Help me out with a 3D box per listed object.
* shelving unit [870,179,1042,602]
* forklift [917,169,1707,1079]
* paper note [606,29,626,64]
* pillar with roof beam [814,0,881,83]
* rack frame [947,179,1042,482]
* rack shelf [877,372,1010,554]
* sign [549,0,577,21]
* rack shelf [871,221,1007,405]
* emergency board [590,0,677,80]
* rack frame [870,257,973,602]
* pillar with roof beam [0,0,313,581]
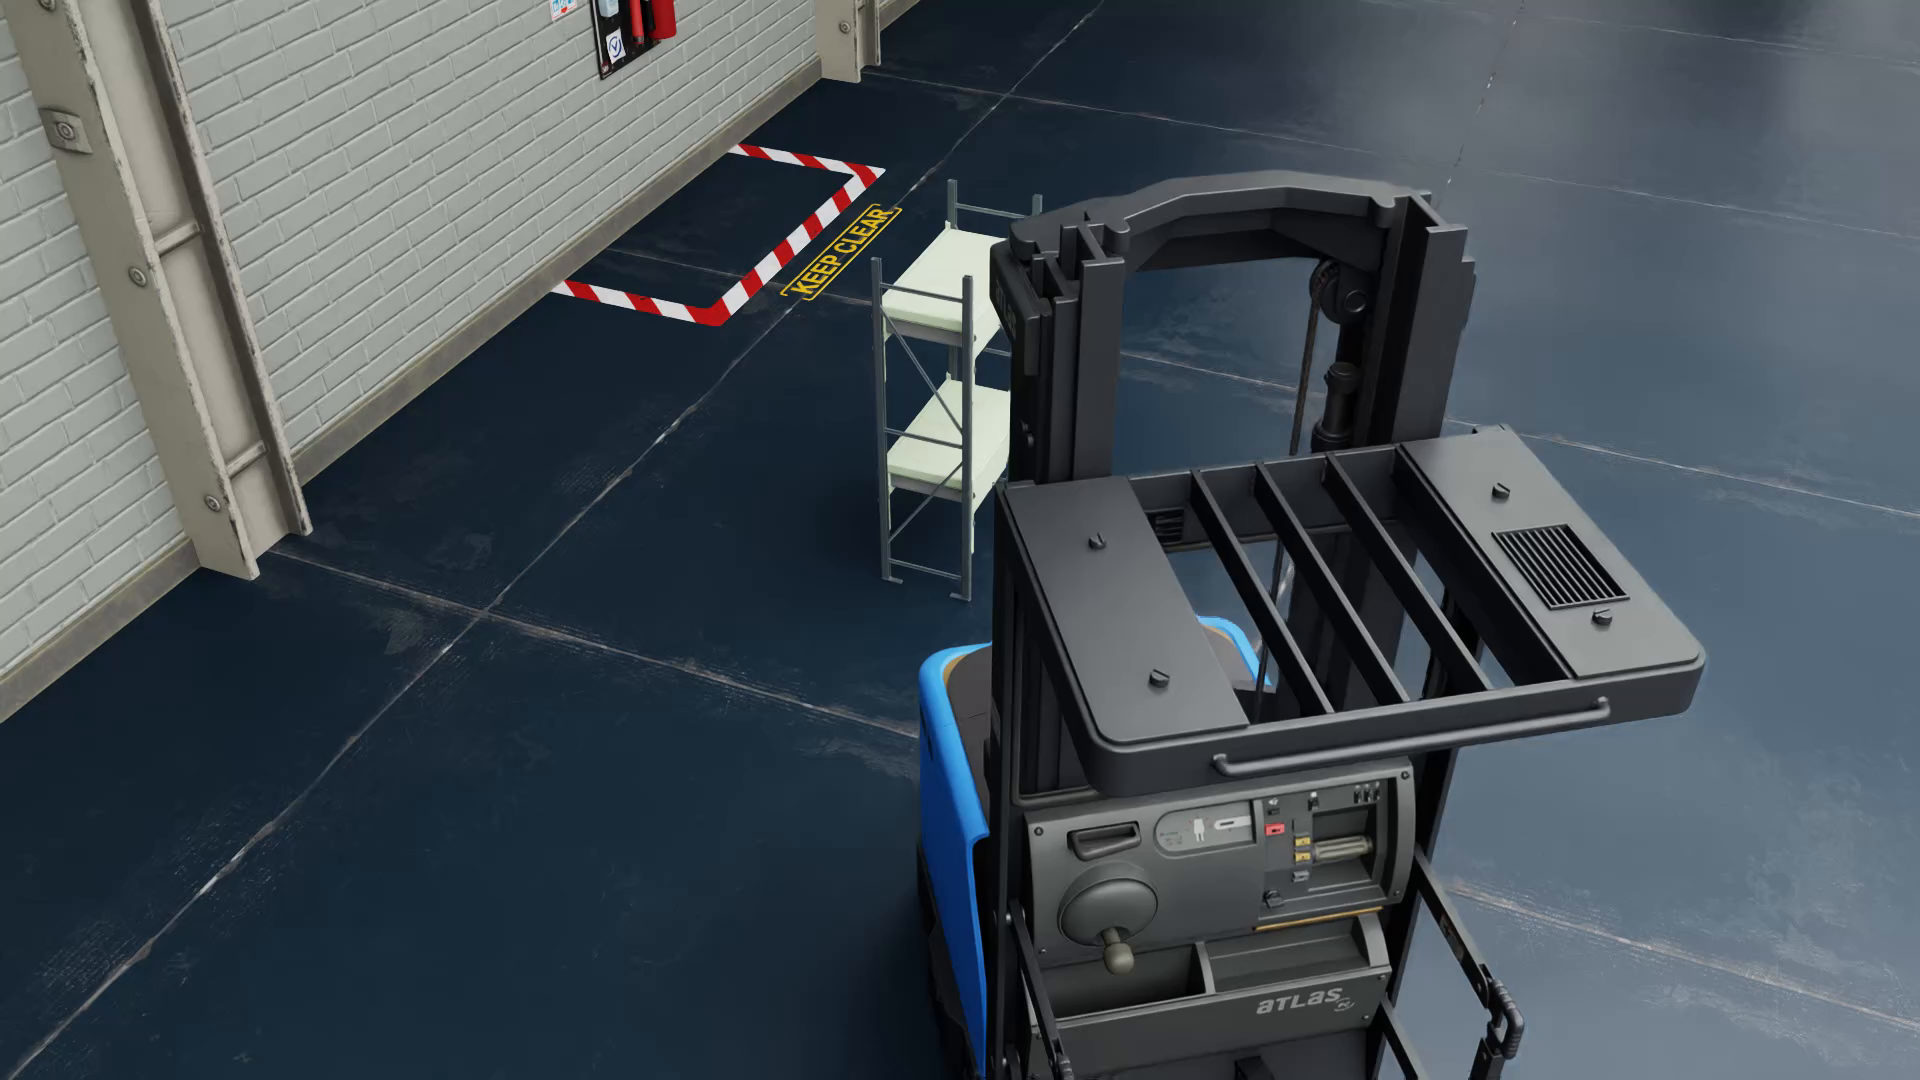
[{"bbox_3d":[-0.003,-0.597,6.796,0.431,1.500,0.755,14,39,18],"label":"shelving unit"},{"bbox_3d":[0.659,0.826,3.696,1.130,2.935,3.031,-7,37,-9],"label":"forklift"},{"bbox_3d":[-1.881,-2.701,9.094,0.016,0.148,0.142,14,39,18],"label":"paper note"},{"bbox_3d":[3.207,-5.918,7.651,9.100,9.000,0.400,14,39,18],"label":"pillar with roof beam"},{"bbox_3d":[0.137,-0.800,7.067,0.400,1.500,0.023,14,39,18],"label":"rack frame"},{"bbox_3d":[-0.003,-0.336,6.991,0.431,0.370,0.720,14,39,18],"label":"rack shelf"},{"bbox_3d":[-2.056,-2.868,8.552,0.001,0.329,0.234,14,39,18],"label":"sign"},{"bbox_3d":[-0.003,-0.910,6.562,0.431,0.370,0.720,14,39,18],"label":"rack shelf"},{"bbox_3d":[-1.750,-3.136,8.940,0.194,1.169,0.643,14,39,18],"label":"emergency board"},{"bbox_3d":[-0.142,-0.394,6.525,0.400,1.500,0.023,14,39,18],"label":"rack frame"},{"bbox_3d":[0.924,-2.596,3.207,9.100,9.000,0.400,14,39,18],"label":"pillar with roof beam"}]
